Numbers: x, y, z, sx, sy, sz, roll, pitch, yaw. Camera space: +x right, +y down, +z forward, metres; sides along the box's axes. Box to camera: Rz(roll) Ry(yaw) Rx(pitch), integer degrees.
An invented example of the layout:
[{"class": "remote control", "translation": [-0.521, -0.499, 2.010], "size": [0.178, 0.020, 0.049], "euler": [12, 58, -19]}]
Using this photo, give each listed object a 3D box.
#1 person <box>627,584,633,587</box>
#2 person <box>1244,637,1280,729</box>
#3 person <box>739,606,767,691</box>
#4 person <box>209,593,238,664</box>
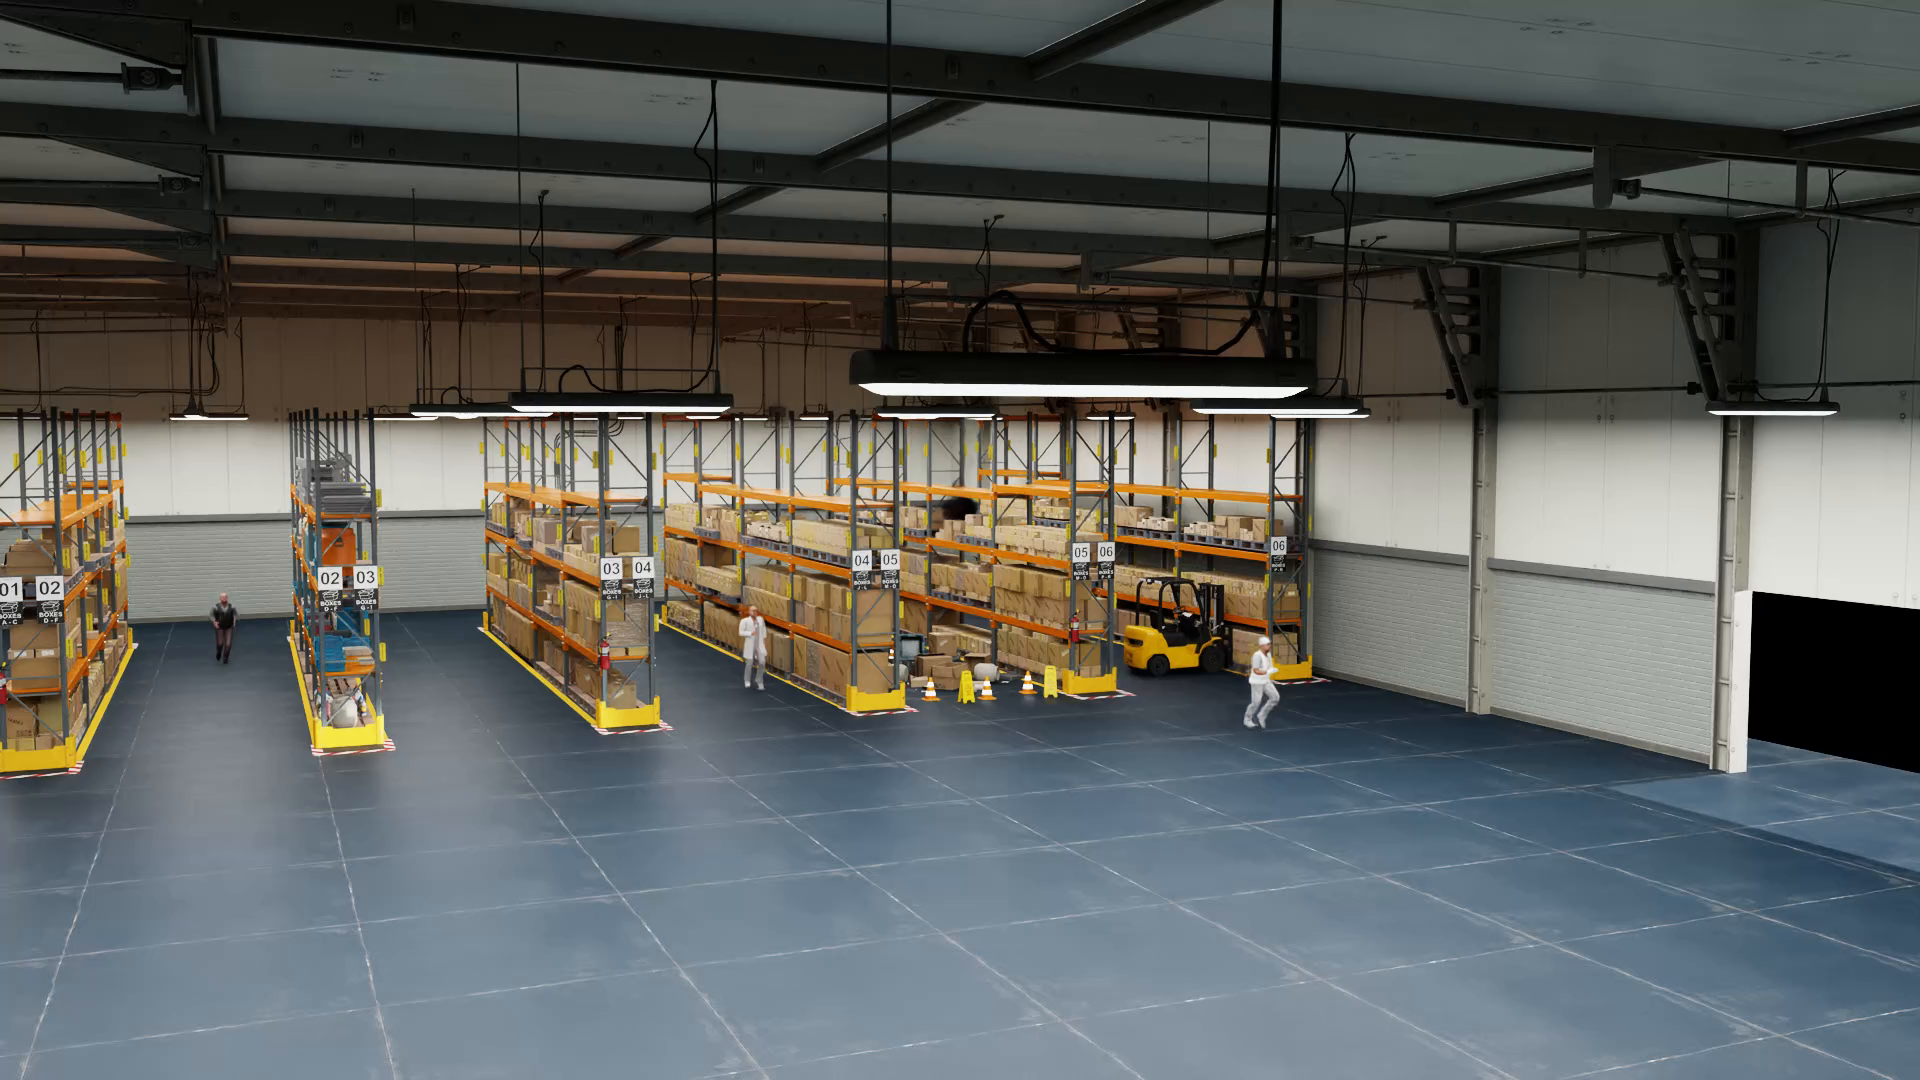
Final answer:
[{"class": "person", "translation": [-8.960, 1.609, 45.982], "size": [0.714, 1.762, 0.883], "euler": [-1, 4, -13]}, {"class": "person", "translation": [5.635, 2.657, 30.971], "size": [0.794, 1.729, 0.722], "euler": [3, 5, 40]}, {"class": "person", "translation": [-4.437, 2.337, 35.754], "size": [0.708, 1.856, 0.808], "euler": [-2, 4, -26]}, {"class": "person", "translation": [-17.523, 2.108, 39.620], "size": [0.640, 1.674, 0.577], "euler": [-3, 5, -33]}]
